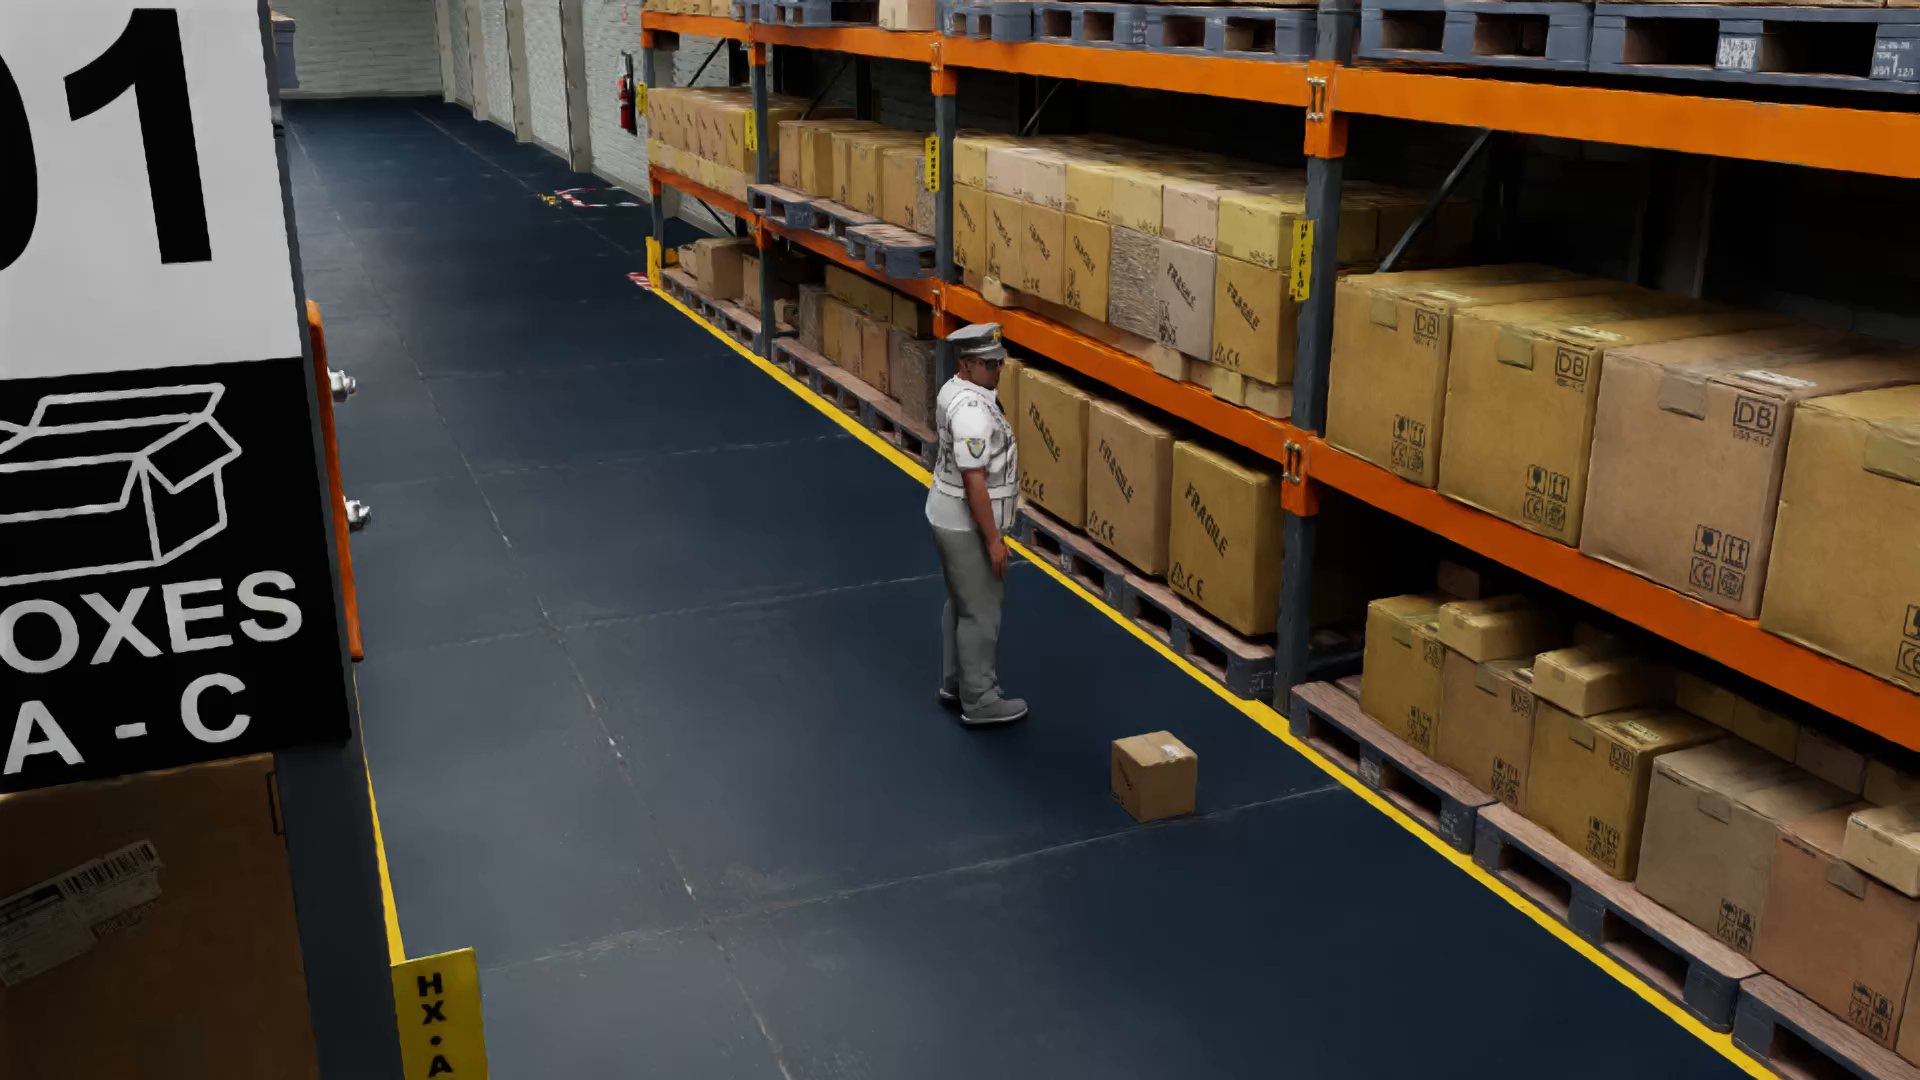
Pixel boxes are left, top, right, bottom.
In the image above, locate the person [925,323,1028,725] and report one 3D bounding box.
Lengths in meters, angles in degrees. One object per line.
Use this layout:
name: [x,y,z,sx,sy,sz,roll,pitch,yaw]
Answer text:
person: [0.079,-0.049,7.190,0.443,1.807,0.588,-2,19,-7]
